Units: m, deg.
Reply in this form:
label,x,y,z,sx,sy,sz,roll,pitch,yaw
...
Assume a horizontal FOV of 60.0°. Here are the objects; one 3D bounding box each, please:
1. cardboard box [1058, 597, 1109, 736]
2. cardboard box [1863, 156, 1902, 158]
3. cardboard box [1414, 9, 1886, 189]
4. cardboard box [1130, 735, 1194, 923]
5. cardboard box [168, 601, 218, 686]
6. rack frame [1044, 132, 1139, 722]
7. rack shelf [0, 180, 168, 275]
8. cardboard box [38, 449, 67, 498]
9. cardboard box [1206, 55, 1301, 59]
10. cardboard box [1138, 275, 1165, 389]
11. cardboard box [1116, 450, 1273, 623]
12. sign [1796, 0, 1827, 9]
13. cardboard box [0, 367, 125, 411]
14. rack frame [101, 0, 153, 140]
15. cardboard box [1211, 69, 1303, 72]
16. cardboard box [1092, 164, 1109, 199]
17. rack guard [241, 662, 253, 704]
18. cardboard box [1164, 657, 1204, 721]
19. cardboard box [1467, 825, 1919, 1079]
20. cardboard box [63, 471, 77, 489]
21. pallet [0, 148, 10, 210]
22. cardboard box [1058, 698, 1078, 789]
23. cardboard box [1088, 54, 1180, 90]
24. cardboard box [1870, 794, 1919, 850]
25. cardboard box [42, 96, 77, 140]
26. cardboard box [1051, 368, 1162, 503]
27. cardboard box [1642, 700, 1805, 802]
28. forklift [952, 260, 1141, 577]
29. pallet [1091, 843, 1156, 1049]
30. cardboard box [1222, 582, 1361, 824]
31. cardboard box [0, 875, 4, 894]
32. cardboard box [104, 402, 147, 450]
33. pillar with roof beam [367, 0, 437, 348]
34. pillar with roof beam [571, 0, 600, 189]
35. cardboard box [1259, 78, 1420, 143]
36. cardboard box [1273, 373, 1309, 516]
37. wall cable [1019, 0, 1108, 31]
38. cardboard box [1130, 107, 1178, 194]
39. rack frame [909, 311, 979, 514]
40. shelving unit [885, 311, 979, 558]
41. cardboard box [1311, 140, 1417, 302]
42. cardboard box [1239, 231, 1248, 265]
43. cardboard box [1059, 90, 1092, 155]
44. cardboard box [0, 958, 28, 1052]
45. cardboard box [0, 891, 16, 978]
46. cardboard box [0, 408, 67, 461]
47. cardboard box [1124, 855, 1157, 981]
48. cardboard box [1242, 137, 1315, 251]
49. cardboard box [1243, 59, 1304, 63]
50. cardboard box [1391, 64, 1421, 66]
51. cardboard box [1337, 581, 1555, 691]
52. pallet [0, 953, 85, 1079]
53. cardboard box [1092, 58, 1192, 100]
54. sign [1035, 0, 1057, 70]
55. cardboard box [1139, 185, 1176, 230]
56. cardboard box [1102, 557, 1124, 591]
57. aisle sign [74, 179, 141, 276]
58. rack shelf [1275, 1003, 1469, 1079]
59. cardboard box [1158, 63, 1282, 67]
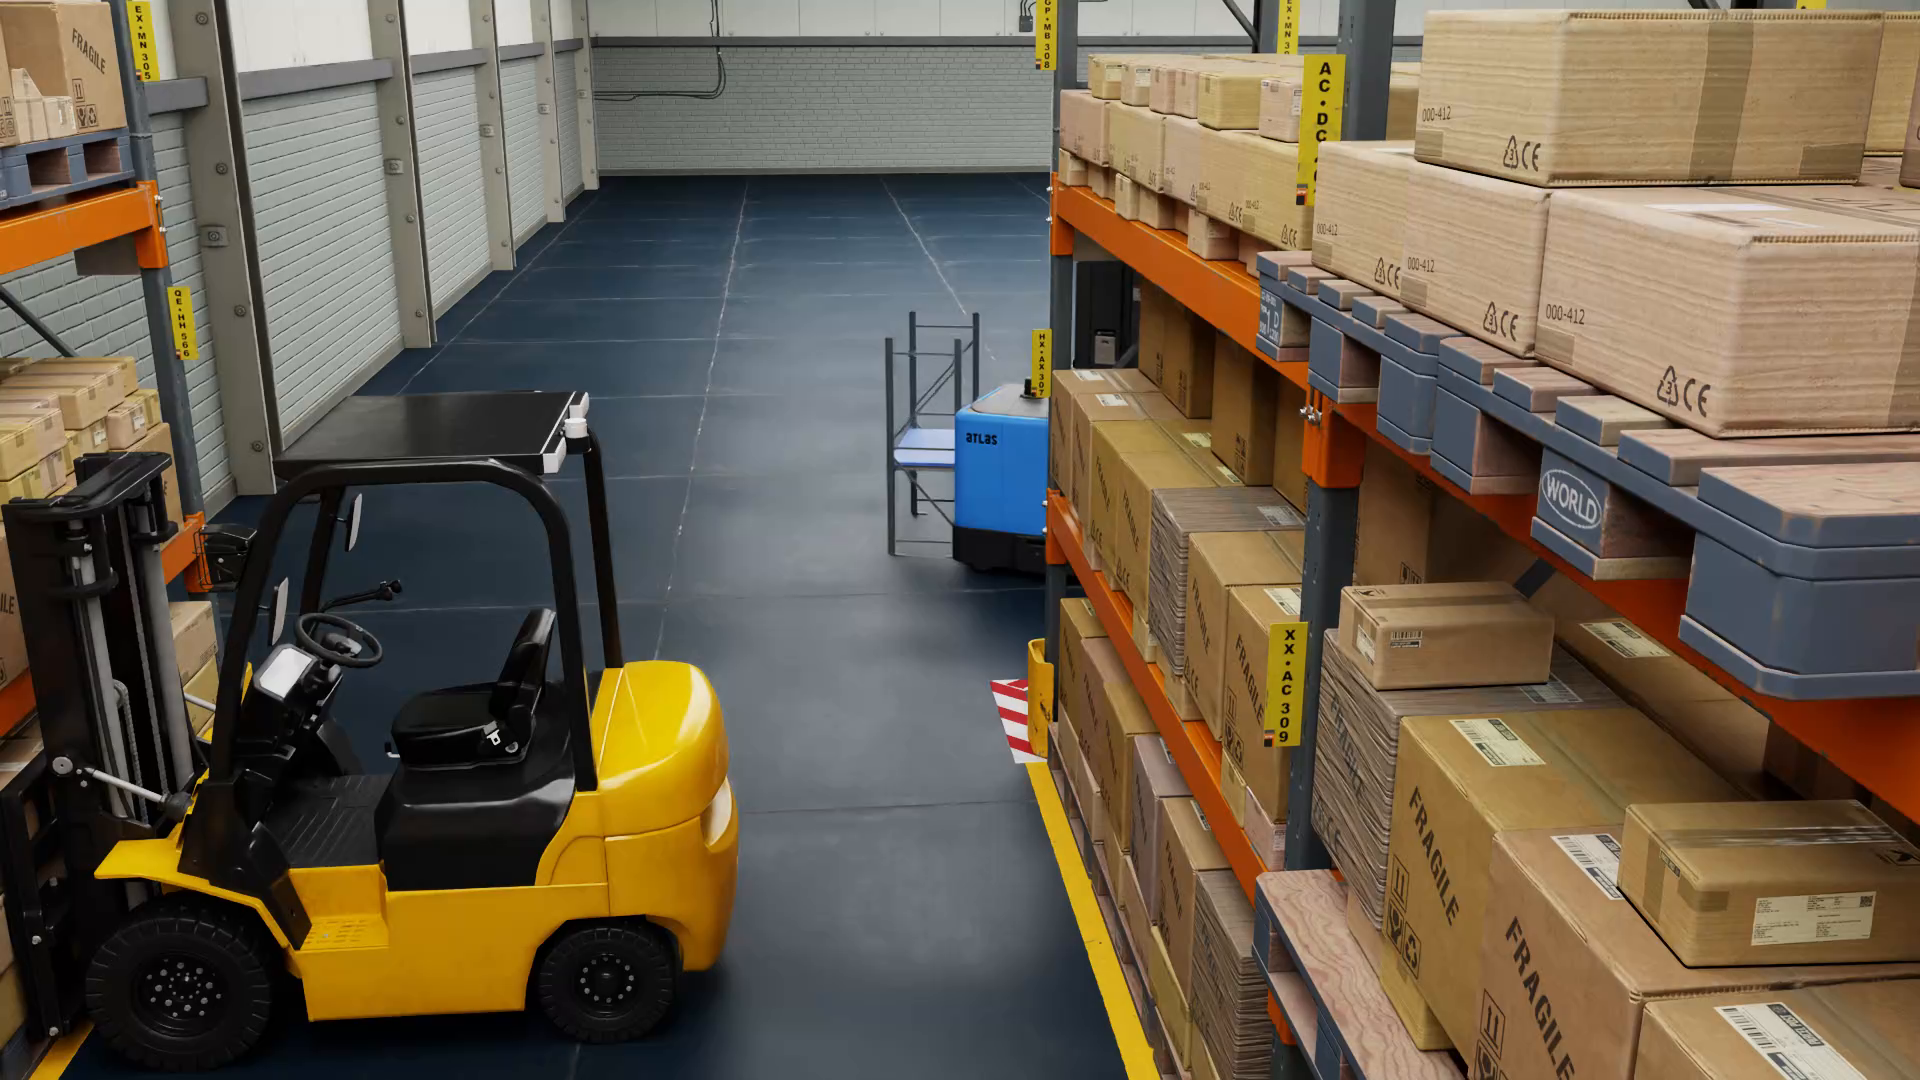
label,x,y,z,sx,sy,sz,roll,pitch,yaw
cardboard box,0.741,0.569,7.495,0.500,0.500,0.500,-2,18,-7
cardboard box,1.546,-0.640,3.248,0.500,0.250,0.500,-2,18,-7
cardboard box,1.065,-0.713,2.647,0.500,0.250,0.500,-2,18,-7
cardboard box,0.906,1.033,6.016,0.500,0.500,0.500,-1,17,-3
cardboard box,-3.650,0.476,7.375,0.500,0.250,0.500,-1,17,-4
rack frame,0.929,-0.441,8.074,1.000,3.000,0.127,-2,18,-6
rack shelf,-3.801,-0.779,5.342,1.077,0.370,4.000,-2,18,-6
cardboard box,-3.582,-0.242,6.191,0.380,0.149,0.250,-2,18,-7
cardboard box,1.246,-1.963,7.002,0.380,0.149,0.250,-1,17,-5
cardboard box,1.199,-0.962,7.401,0.700,0.500,0.500,-2,18,-7
cardboard box,0.873,-0.024,6.081,0.500,0.500,0.500,-2,18,-7
sign,1.894,-1.133,3.750,0.100,0.325,0.005,-2,18,-6
cardboard box,-3.705,-0.613,6.875,0.380,0.149,0.250,-2,18,-6
rack frame,-4.007,-3.149,6.683,1.000,3.000,0.127,-2,18,-6
cardboard box,0.969,-1.339,5.013,0.380,0.149,0.250,-2,18,-7
cardboard box,0.750,-1.488,6.820,0.380,0.149,0.250,-1,17,-4
rack guard,-4.010,0.899,7.979,1.175,0.500,0.348,-2,18,-6
cardboard box,0.898,0.482,5.554,0.380,0.149,0.250,-2,18,-6
cardboard box,1.195,0.806,2.736,0.500,0.500,0.500,-2,18,-6
cardboard box,-3.651,-0.041,6.632,0.500,0.500,0.500,-1,17,-4
pallet,-3.831,-1.100,5.312,1.003,0.211,1.213,-2,18,-6
cardboard box,0.737,0.919,7.630,0.500,0.250,0.500,-2,18,-6
cardboard box,0.763,-2.021,7.185,0.380,0.149,0.250,-2,18,-6
cardboard box,1.750,0.468,2.732,0.380,0.149,0.250,-3,18,-8
cardboard box,-3.620,-1.608,6.336,0.380,0.149,0.250,-2,18,-7
cardboard box,0.702,-0.481,7.538,0.500,0.500,0.500,-2,18,-6
cardboard box,1.670,0.639,3.269,0.500,0.500,0.500,-2,18,-5
forklift,1.521,-1.176,10.531,3.031,2.935,1.130,7,19,20
pallet,1.108,1.518,6.490,1.003,0.211,1.213,-2,18,-6
cardboard box,1.049,0.436,4.616,0.500,0.500,0.500,-2,18,-7
cardboard box,-3.438,1.085,5.432,0.500,0.250,0.500,-1,17,-4
cardboard box,-3.637,-0.474,6.929,0.380,0.149,0.250,-1,17,-5
pillar with roof beam,-1.788,-6.622,17.745,9.100,9.000,0.400,-2,18,-6
pillar with roof beam,-3.644,-11.985,34.827,9.100,9.000,0.400,-2,18,-6
cardboard box,0.989,-1.104,4.265,0.380,0.149,0.250,-2,18,-7
cardboard box,1.456,-0.357,5.474,0.700,0.500,0.500,-2,18,-7
wall cable,2.530,-14.681,37.739,2.305,6.003,0.169,-2,18,-6
cardboard box,0.870,-1.328,5.644,0.500,0.250,0.500,-1,17,-4
rack frame,-0.113,-0.907,12.062,0.500,1.500,0.032,2,18,7
shelving unit,-0.176,-0.756,11.581,0.538,1.500,1.048,2,18,7
cardboard box,1.003,-0.623,3.194,0.500,0.250,0.500,-2,18,-7
cardboard box,1.038,-0.876,4.870,0.380,0.149,0.250,-2,18,-8
cardboard box,0.716,-1.784,7.099,0.500,0.250,0.500,-2,18,-7
cardboard box,-3.452,1.559,5.593,0.500,0.250,0.500,-1,17,-5
cardboard box,-3.432,1.324,5.505,0.500,0.250,0.500,-2,18,-6
cardboard box,-3.562,-0.385,6.149,0.380,0.149,0.250,-1,17,-4
cardboard box,0.901,1.384,6.149,0.500,0.250,0.500,-2,17,-5
cardboard box,1.028,-0.874,4.201,0.500,0.250,0.500,-2,18,-6
cardboard box,1.284,-1.737,6.283,0.380,0.149,0.250,-2,18,-6
cardboard box,1.392,-1.505,5.545,0.380,0.149,0.250,-1,17,-5
cardboard box,1.039,0.202,3.577,0.380,0.149,0.250,-2,18,-6
pallet,-3.764,1.633,6.123,1.003,0.211,1.213,-2,18,-6
cardboard box,0.721,-1.792,6.459,0.380,0.149,0.250,-2,18,-6
sign,0.390,-2.272,7.440,0.100,0.325,0.005,-2,18,-6
cardboard box,0.845,-1.181,5.843,0.380,0.149,0.250,-2,18,-7
cardboard box,0.786,0.096,6.783,0.380,0.149,0.250,-1,17,-4
aisle sign,-3.722,-1.555,7.284,0.394,0.787,0.004,-2,18,-6
rack shelf,1.548,1.690,2.488,1.077,0.370,4.000,-2,18,-6
cardboard box,0.889,-1.566,5.738,0.380,0.149,0.250,-1,17,-4
